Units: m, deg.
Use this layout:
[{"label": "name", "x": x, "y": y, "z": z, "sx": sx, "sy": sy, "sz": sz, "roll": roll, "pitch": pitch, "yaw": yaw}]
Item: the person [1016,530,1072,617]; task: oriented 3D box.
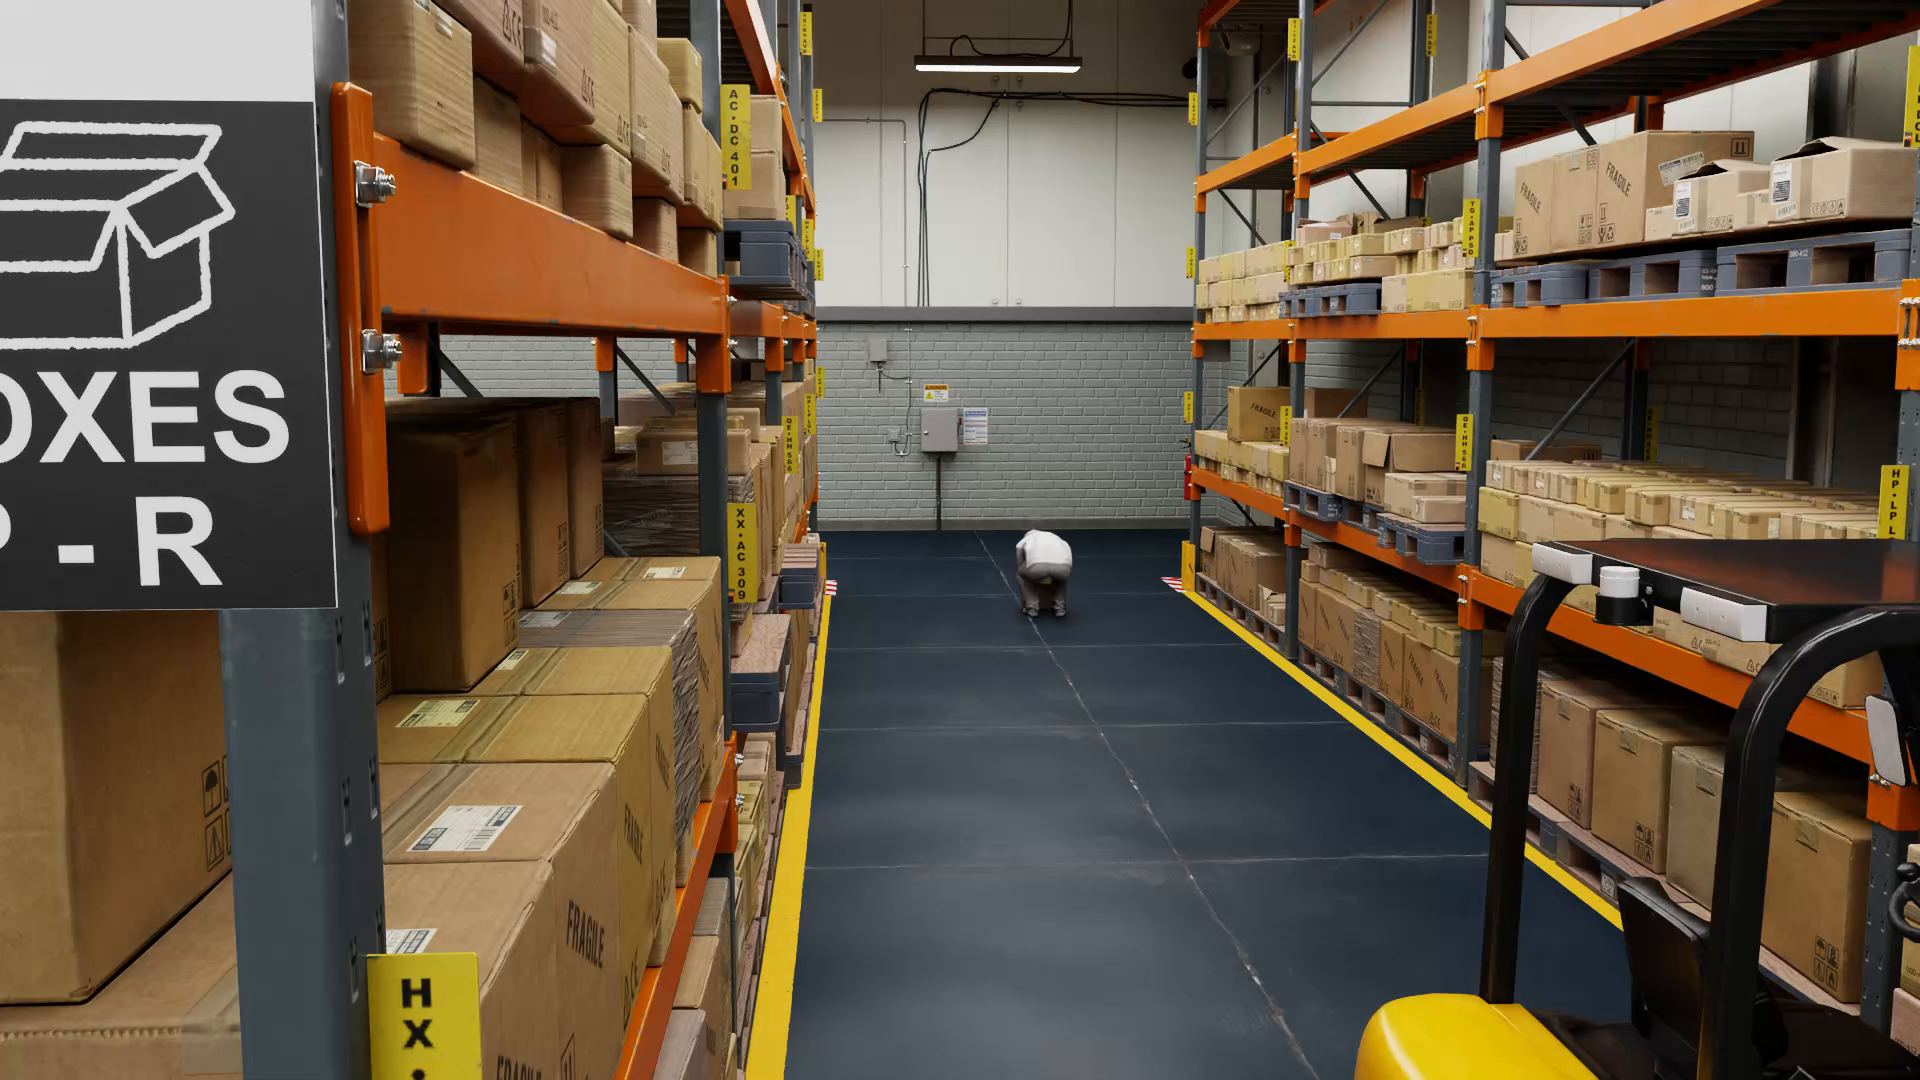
[{"label": "person", "x": 0.804, "y": 0.329, "z": 16.208, "sx": 0.504, "sy": 0.782, "sz": 0.994, "roll": -1, "pitch": 7, "yaw": -5}]
